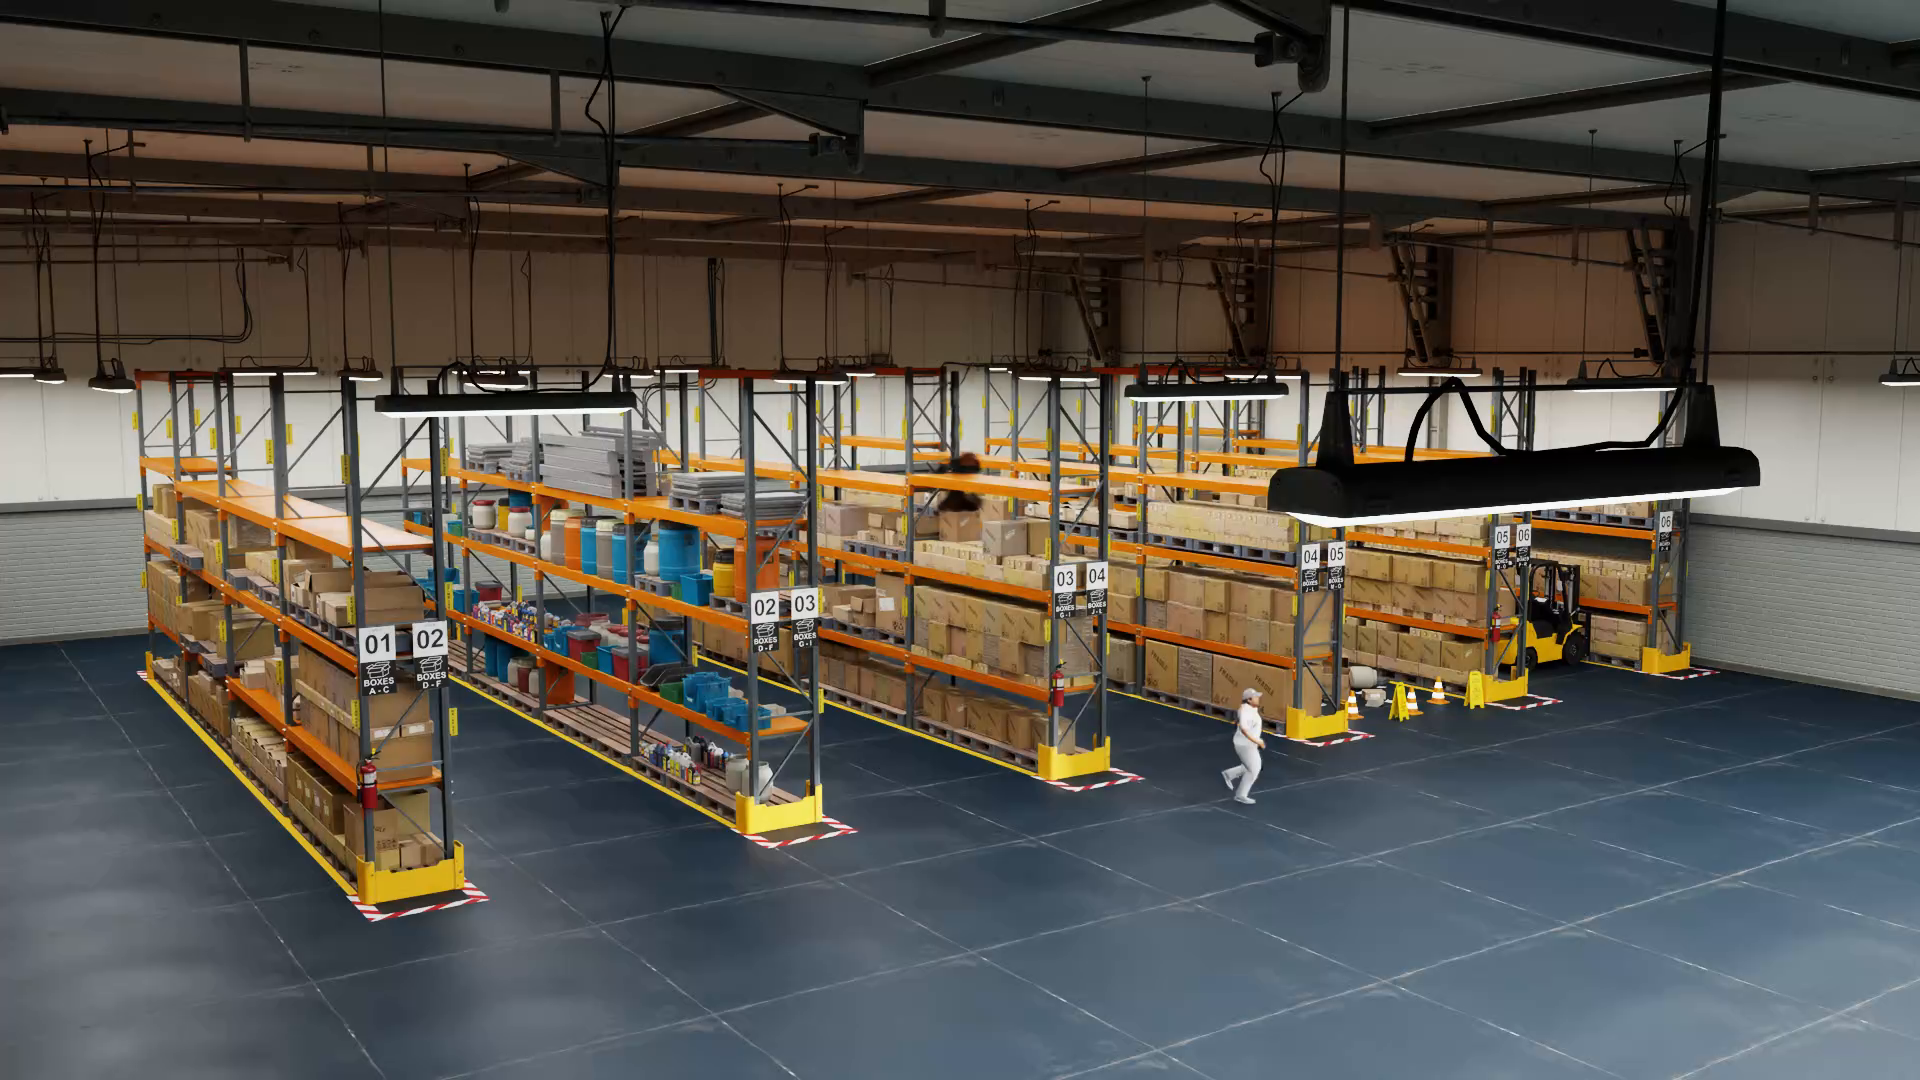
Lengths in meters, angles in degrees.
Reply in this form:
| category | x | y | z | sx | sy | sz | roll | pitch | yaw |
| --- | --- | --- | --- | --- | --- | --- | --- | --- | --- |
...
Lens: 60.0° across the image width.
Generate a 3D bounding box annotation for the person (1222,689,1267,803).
| category | x | y | z | sx | sy | sz | roll | pitch | yaw |
| --- | --- | --- | --- | --- | --- | --- | --- | --- | --- |
| person | 4.020 | 2.902 | 23.459 | 0.600 | 1.628 | 0.623 | 1 | 7 | 10 |
